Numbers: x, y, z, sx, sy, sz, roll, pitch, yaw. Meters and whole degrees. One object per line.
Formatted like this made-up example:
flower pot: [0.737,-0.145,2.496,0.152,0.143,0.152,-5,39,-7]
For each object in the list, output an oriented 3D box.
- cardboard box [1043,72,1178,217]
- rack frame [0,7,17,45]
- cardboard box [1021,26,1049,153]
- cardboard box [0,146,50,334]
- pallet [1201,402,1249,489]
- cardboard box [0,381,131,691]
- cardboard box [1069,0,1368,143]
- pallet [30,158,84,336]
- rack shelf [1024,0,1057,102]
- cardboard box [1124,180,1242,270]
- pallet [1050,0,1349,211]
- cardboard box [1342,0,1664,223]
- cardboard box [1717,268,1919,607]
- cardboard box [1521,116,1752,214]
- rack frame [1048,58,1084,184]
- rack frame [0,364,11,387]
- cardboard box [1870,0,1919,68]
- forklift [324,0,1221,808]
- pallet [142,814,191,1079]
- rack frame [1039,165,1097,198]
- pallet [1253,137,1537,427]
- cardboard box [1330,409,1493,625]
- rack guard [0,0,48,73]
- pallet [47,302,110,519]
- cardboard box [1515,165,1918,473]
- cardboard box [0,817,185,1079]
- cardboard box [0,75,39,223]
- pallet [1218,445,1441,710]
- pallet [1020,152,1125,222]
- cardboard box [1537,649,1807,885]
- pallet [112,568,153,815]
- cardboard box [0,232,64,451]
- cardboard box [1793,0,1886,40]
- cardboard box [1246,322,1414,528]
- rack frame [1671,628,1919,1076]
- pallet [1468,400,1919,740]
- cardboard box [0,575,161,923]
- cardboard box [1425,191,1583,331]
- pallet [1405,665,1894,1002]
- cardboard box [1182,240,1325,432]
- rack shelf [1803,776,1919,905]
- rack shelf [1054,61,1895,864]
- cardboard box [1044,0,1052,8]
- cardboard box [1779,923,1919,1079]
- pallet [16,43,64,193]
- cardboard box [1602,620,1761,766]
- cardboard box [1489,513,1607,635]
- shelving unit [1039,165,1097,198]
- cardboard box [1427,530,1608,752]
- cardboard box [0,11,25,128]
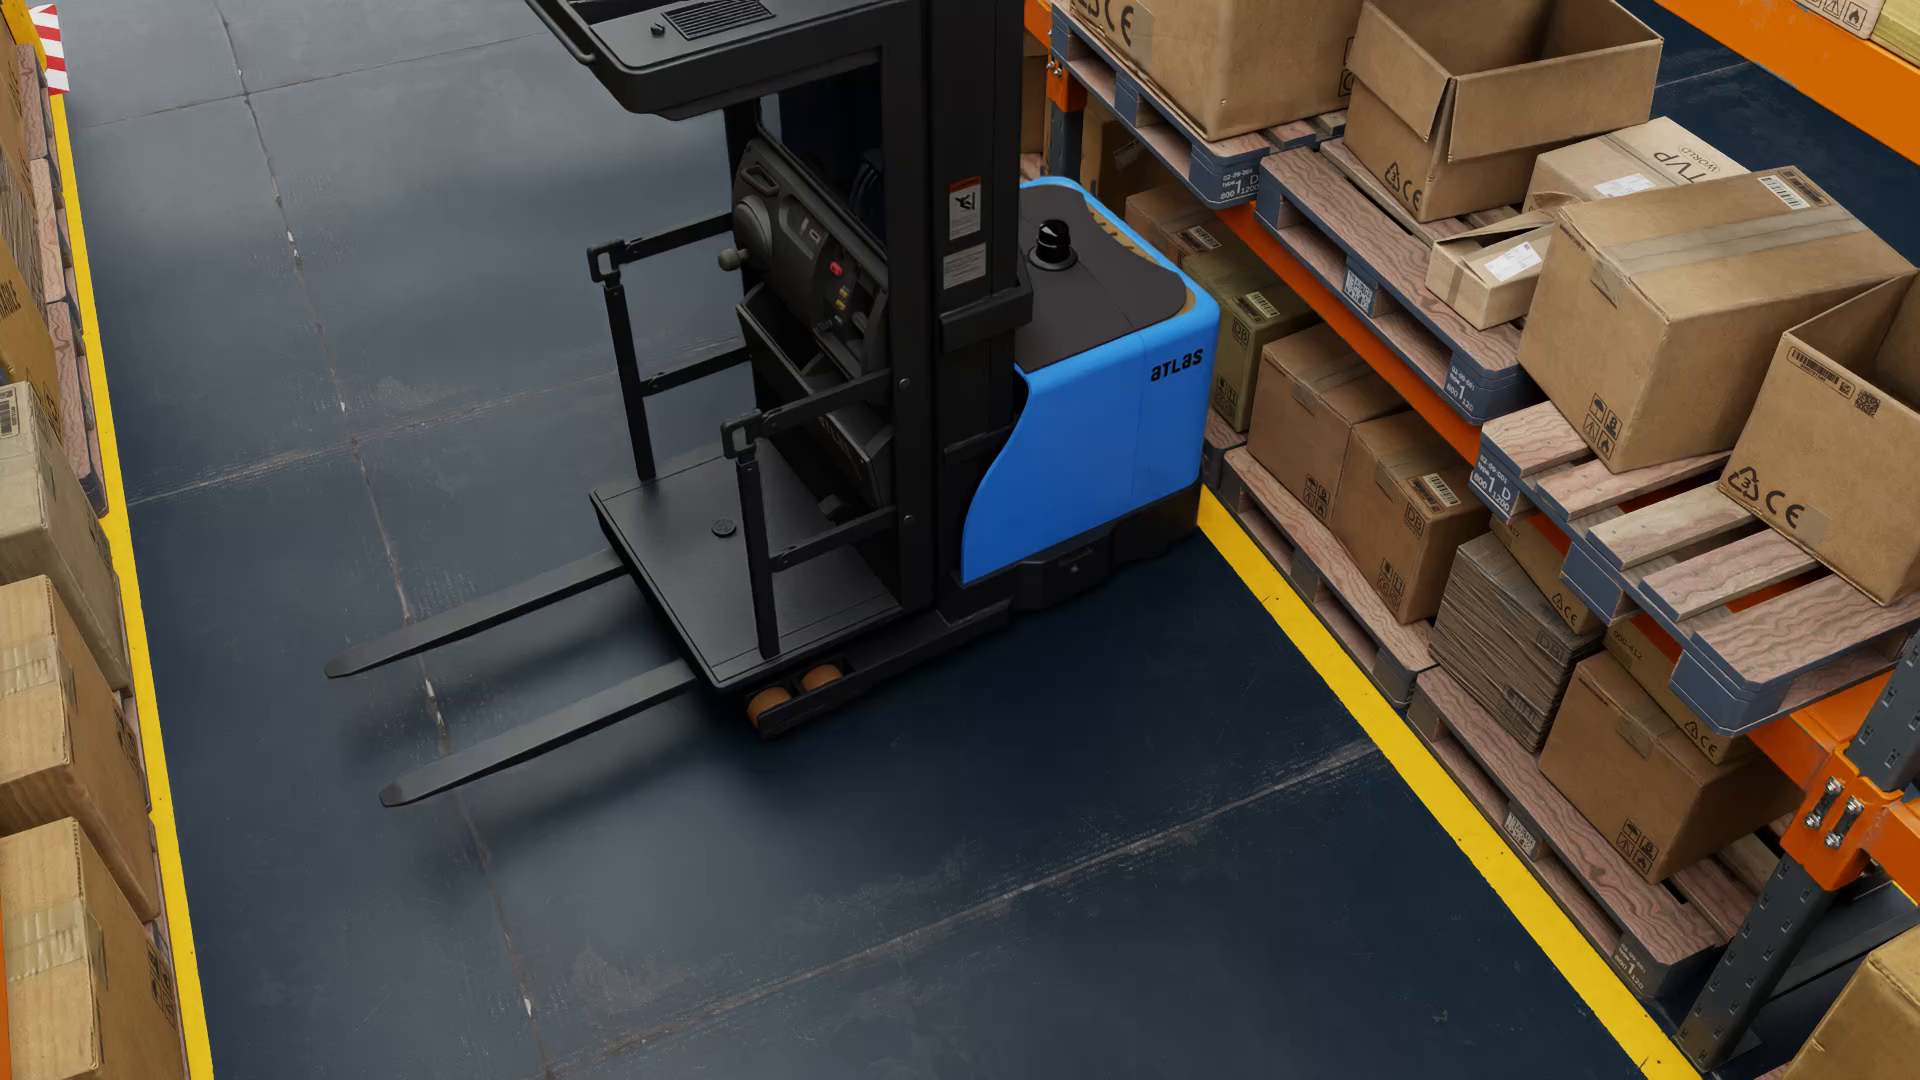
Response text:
cardboard box: [0.714,-1.812,7.432,0.500,0.500,0.500,-19,48,-19]
rack frame: [-5.378,-3.435,7.595,1.000,3.000,0.127,-18,47,-17]
cardboard box: [0.467,-2.175,7.800,0.500,0.500,0.500,-5,45,-5]
cardboard box: [-4.280,-1.274,6.619,0.875,0.875,0.875,-18,47,-17]
pallet: [1.175,-0.798,6.908,1.003,0.211,1.213,-18,47,-17]
cardboard box: [-3.354,0.135,5.281,1.050,0.750,0.750,-18,47,-18]
cardboard box: [1.053,-2.101,5.518,1.000,1.000,1.000,-18,47,-17]
pallet: [-4.462,-1.179,7.295,1.003,0.211,1.213,-18,47,-17]
rack shelf: [0.005,-3.304,7.976,1.077,0.370,4.000,-18,47,-17]
cardboard box: [1.085,-1.155,6.752,0.700,0.500,0.500,-22,49,-20]
pallet: [1.036,-1.688,5.961,1.003,0.211,1.213,-18,47,-17]
cardboard box: [1.659,-1.395,5.155,0.797,0.503,0.637,-14,46,-13]
cardboard box: [2.265,-0.254,4.002,0.500,0.500,0.500,-24,49,-22]
cardboard box: [2.032,-0.969,4.904,0.500,0.250,0.500,-19,48,-19]
rack frame: [0.846,-2.286,6.431,1.000,3.000,0.127,-18,47,-17]
rack frame: [-3.697,-0.886,5.012,1.000,3.000,0.127,-18,47,-17]
cardboard box: [2.106,-0.982,3.081,0.500,0.250,0.500,-18,47,-17]
forklift: [-0.641,-0.814,4.988,3.031,2.935,1.130,-23,49,-22]
pallet: [-2.787,1.355,4.726,1.003,0.211,1.213,-18,47,-17]
rack frame: [0.416,-1.090,6.714,0.240,0.900,0.006,21,48,20]
pallet: [1.659,-0.918,5.181,1.003,0.211,1.213,-18,47,-17]
cardboard box: [1.739,-0.134,5.716,0.700,0.500,0.500,-14,46,-14]
rack guard: [-5.389,-2.560,8.489,1.175,0.500,0.348,-18,47,-17]
pallet: [-3.945,-0.401,6.506,1.003,0.211,1.213,-18,47,-17]
cardboard box: [1.939,-0.581,4.333,0.700,0.500,0.500,-12,46,-12]
cardboard box: [-2.560,1.344,4.055,1.050,0.750,0.750,-17,47,-17]
cardboard box: [-4.661,-1.855,7.208,0.875,0.875,0.875,-19,48,-18]
pallet: [1.692,-0.019,6.119,1.003,0.211,1.213,-18,47,-17]
pallet: [0.532,-1.711,7.834,1.003,0.211,1.213,-18,47,-17]
cardboard box: [2.228,0.575,4.998,0.700,0.500,0.500,-20,48,-19]
pallet: [-3.304,0.576,5.516,1.003,0.211,1.213,-18,47,-17]
cardboard box: [-3.897,-0.700,6.038,0.875,0.875,0.875,-17,47,-17]
cardboard box: [1.885,-1.294,3.397,0.500,0.250,0.500,-18,47,-18]
cardboard box: [1.504,-0.489,6.077,0.700,0.500,0.500,-22,49,-21]
rack frame: [2.528,0.263,3.848,1.000,3.000,0.127,-18,47,-17]
pallet: [2.132,-0.091,4.344,1.213,0.211,1.003,-18,47,-17]
cardboard box: [-2.952,0.751,4.656,1.050,0.750,0.750,-18,47,-17]
cardboard box: [1.582,-0.822,4.744,0.396,0.266,0.258,-19,48,-19]
pallet: [2.201,0.757,5.332,1.003,0.211,1.213,-18,47,-17]
cardboard box: [1.268,-0.846,6.438,0.700,0.500,0.500,-18,47,-18]
rack shelf: [3.369,1.794,2.809,1.077,0.370,4.000,-18,47,-17]
rack shelf: [1.687,-0.755,5.392,1.077,0.370,4.000,-18,47,-17]
cardboard box: [0.489,-2.247,6.570,0.380,0.149,0.250,-18,47,-17]
cardboard box: [2.799,1.316,3.995,1.225,0.875,0.875,-20,48,-19]
pallet: [-4.971,-1.956,8.082,1.003,0.211,1.213,-18,47,-17]
cardboard box: [2.219,0.311,4.732,0.500,0.250,0.500,-16,47,-16]
cardboard box: [1.987,-0.024,5.071,0.500,0.250,0.500,-13,46,-13]
shelving unit: [0.368,-1.027,6.650,0.258,0.900,0.210,21,48,20]
cardboard box: [1.983,0.225,5.352,0.700,0.500,0.500,-22,49,-21]
cardboard box: [-5.033,-2.415,7.776,0.875,0.875,0.875,-18,47,-17]
